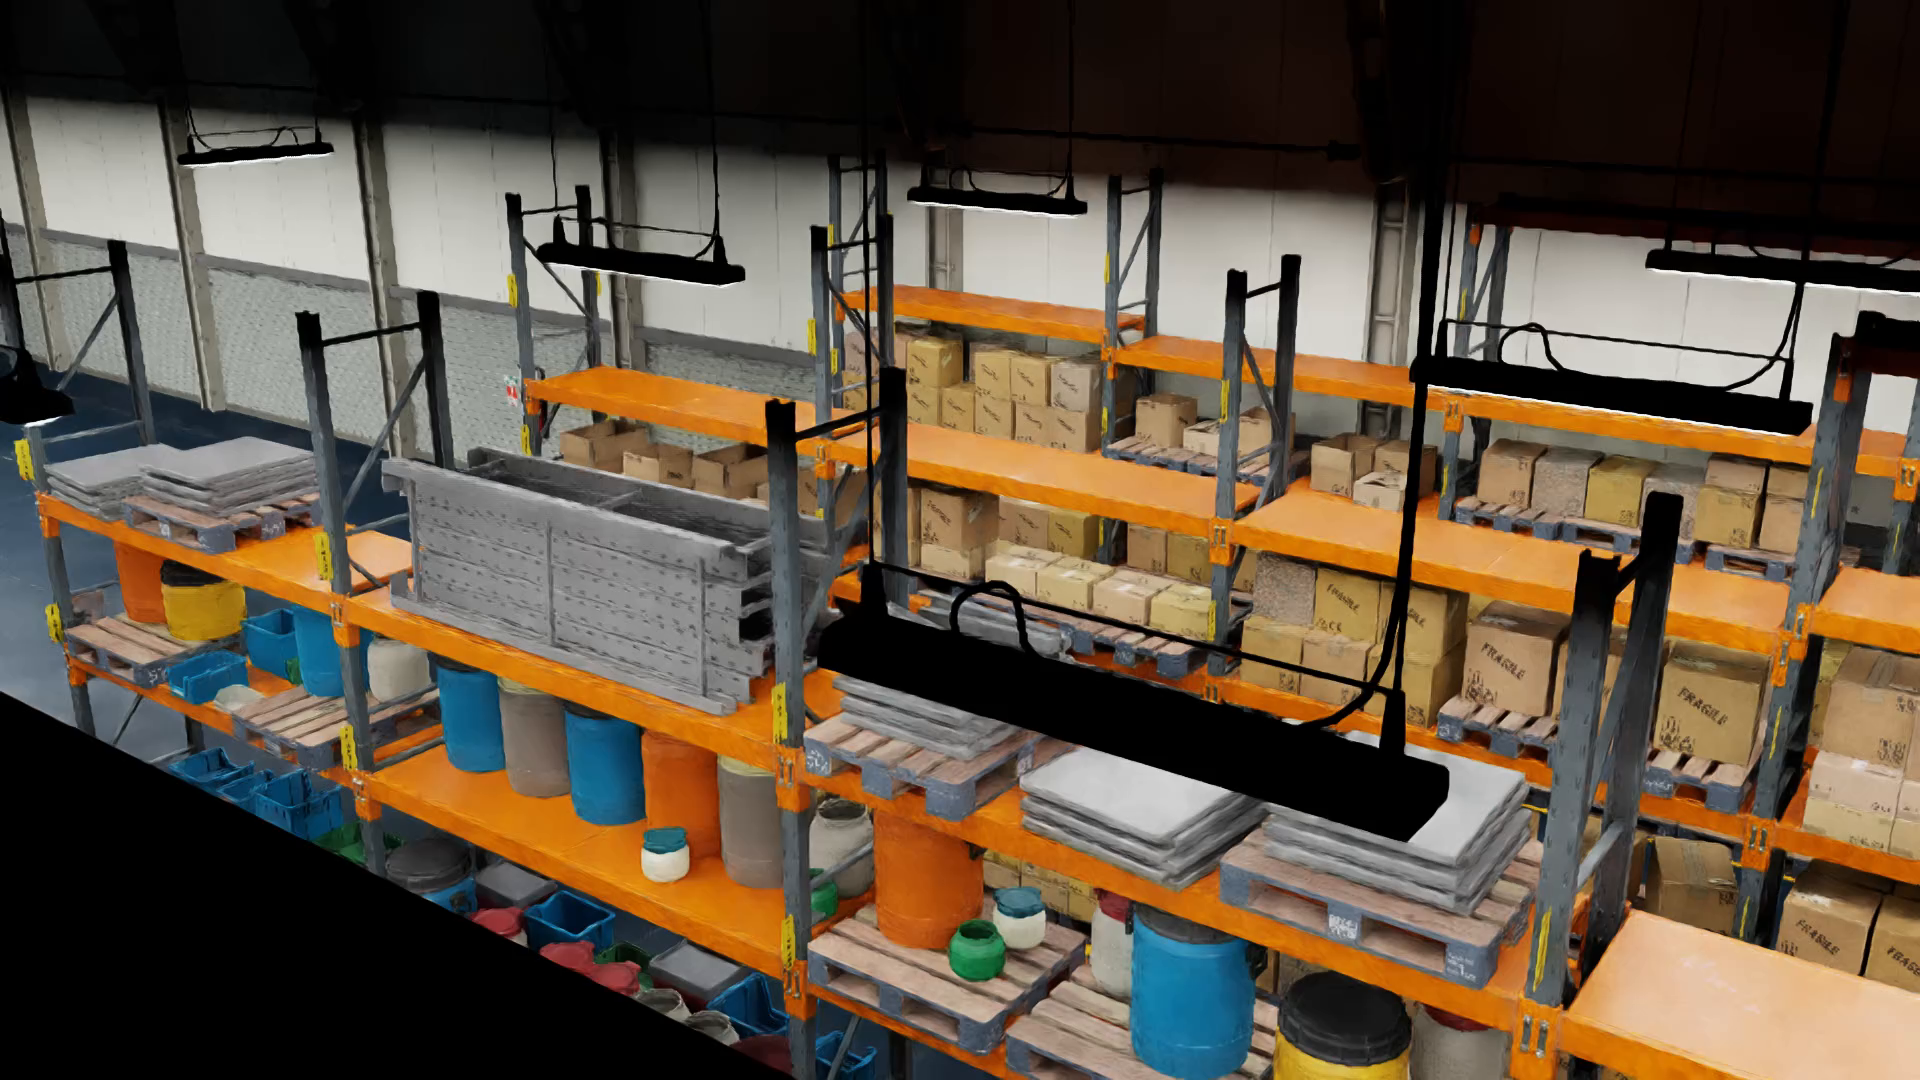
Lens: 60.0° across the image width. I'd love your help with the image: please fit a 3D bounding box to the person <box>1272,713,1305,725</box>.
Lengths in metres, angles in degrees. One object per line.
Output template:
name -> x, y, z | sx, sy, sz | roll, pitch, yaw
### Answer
person -> 3.071, 2.229, 15.765 | 1.126, 1.675, 0.542 | 14, 23, 36
